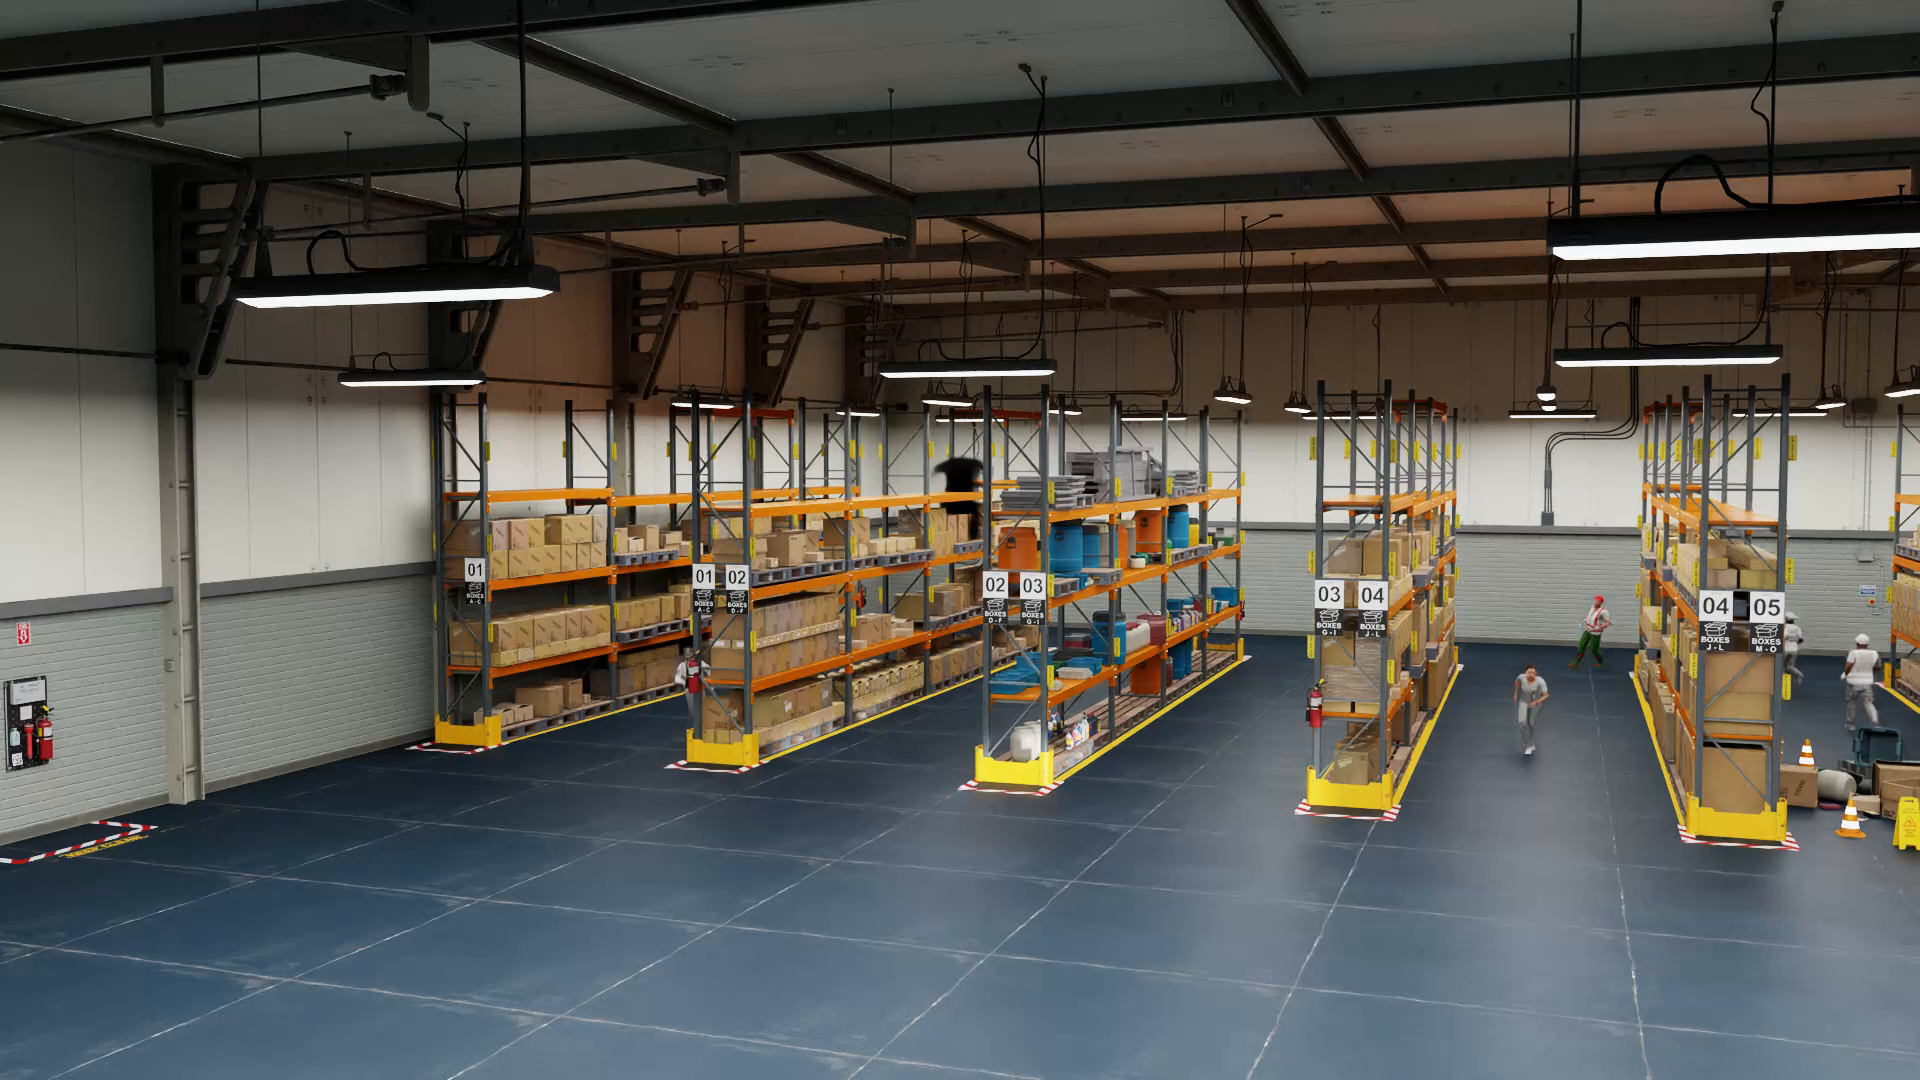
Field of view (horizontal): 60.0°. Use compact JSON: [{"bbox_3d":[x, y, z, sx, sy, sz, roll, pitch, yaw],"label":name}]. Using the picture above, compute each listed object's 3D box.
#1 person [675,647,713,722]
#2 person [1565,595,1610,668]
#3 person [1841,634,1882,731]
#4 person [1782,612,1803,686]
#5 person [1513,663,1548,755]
[{"bbox_3d":[-4.638,2.650,29.036,0.600,1.614,0.918,0,3,7],"label":"person"},{"bbox_3d":[14.456,2.108,37.985,0.832,1.713,0.897,-1,3,-21],"label":"person"},{"bbox_3d":[15.958,2.540,29.441,0.682,1.764,0.957,0,3,8],"label":"person"},{"bbox_3d":[17.303,2.338,34.684,0.584,1.680,0.688,0,3,-4],"label":"person"},{"bbox_3d":[9.490,2.756,27.644,0.573,1.511,1.028,1,3,23],"label":"person"}]
